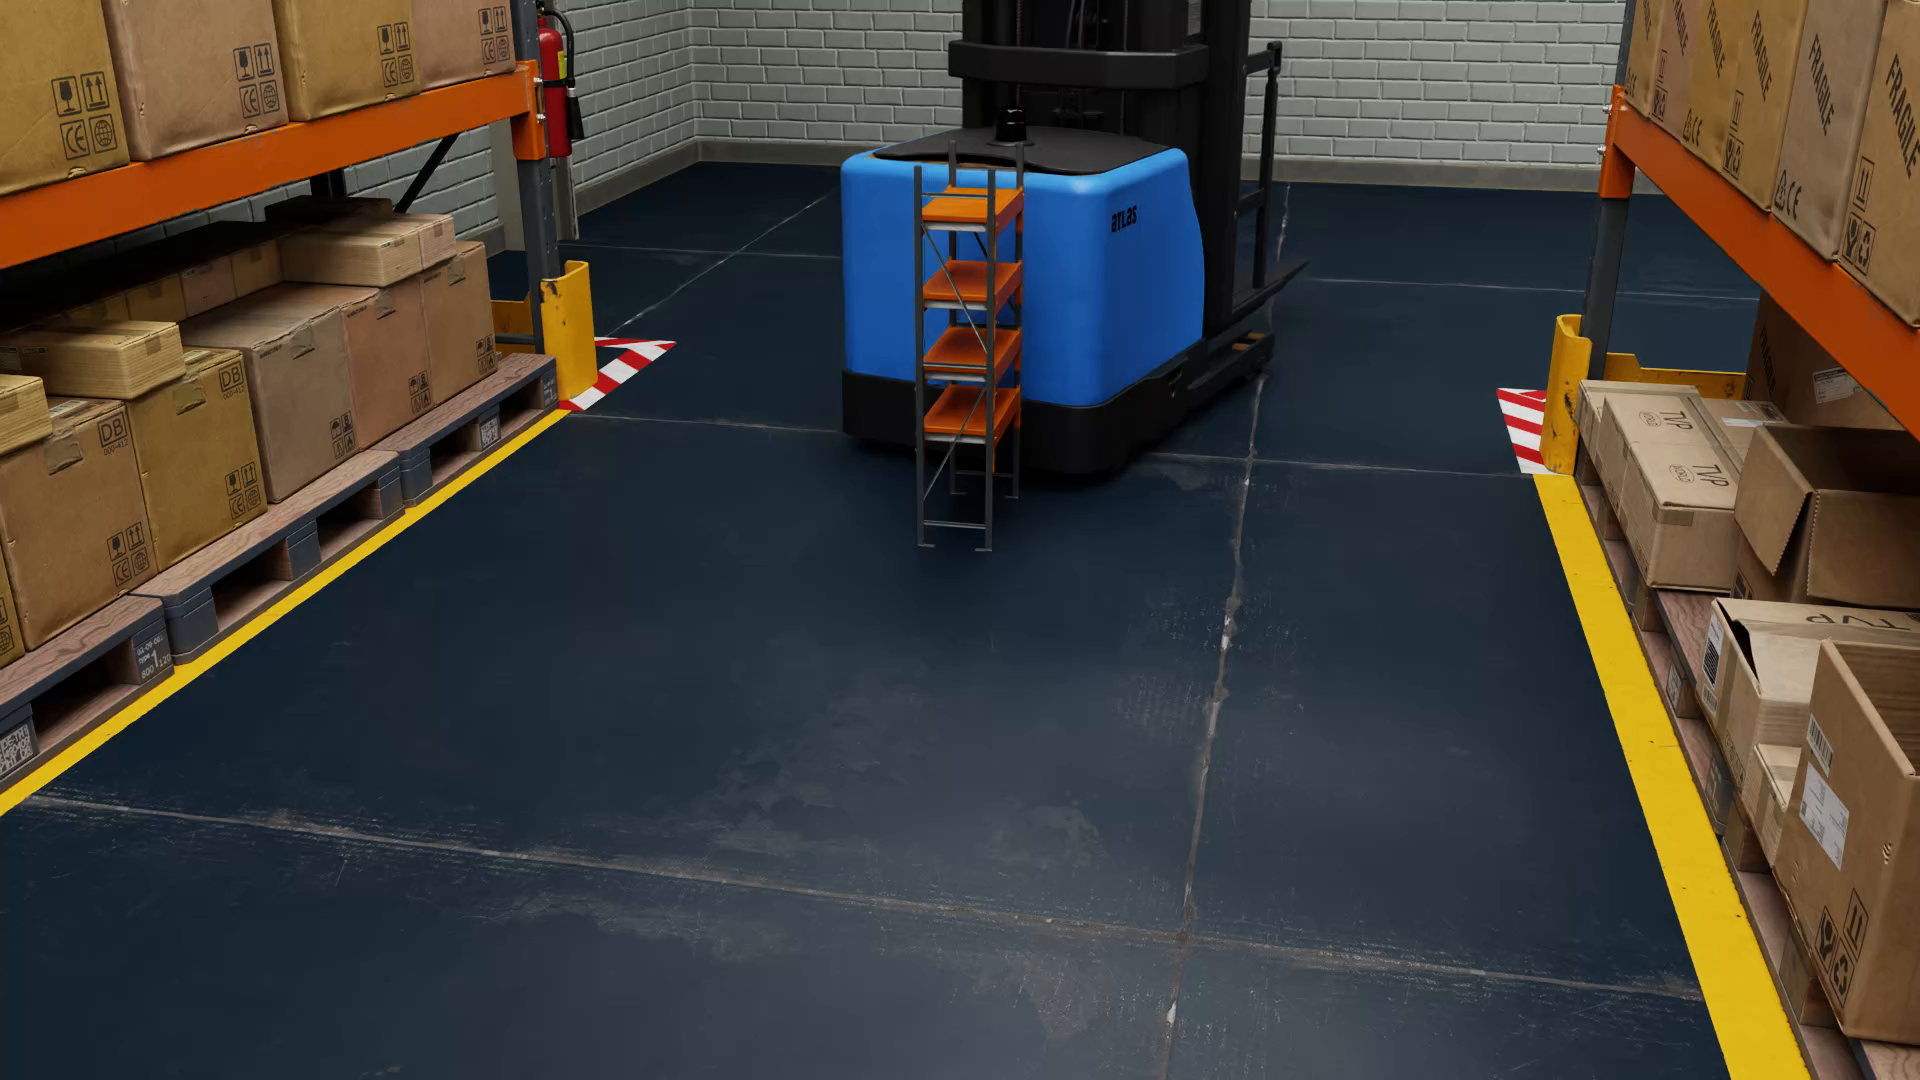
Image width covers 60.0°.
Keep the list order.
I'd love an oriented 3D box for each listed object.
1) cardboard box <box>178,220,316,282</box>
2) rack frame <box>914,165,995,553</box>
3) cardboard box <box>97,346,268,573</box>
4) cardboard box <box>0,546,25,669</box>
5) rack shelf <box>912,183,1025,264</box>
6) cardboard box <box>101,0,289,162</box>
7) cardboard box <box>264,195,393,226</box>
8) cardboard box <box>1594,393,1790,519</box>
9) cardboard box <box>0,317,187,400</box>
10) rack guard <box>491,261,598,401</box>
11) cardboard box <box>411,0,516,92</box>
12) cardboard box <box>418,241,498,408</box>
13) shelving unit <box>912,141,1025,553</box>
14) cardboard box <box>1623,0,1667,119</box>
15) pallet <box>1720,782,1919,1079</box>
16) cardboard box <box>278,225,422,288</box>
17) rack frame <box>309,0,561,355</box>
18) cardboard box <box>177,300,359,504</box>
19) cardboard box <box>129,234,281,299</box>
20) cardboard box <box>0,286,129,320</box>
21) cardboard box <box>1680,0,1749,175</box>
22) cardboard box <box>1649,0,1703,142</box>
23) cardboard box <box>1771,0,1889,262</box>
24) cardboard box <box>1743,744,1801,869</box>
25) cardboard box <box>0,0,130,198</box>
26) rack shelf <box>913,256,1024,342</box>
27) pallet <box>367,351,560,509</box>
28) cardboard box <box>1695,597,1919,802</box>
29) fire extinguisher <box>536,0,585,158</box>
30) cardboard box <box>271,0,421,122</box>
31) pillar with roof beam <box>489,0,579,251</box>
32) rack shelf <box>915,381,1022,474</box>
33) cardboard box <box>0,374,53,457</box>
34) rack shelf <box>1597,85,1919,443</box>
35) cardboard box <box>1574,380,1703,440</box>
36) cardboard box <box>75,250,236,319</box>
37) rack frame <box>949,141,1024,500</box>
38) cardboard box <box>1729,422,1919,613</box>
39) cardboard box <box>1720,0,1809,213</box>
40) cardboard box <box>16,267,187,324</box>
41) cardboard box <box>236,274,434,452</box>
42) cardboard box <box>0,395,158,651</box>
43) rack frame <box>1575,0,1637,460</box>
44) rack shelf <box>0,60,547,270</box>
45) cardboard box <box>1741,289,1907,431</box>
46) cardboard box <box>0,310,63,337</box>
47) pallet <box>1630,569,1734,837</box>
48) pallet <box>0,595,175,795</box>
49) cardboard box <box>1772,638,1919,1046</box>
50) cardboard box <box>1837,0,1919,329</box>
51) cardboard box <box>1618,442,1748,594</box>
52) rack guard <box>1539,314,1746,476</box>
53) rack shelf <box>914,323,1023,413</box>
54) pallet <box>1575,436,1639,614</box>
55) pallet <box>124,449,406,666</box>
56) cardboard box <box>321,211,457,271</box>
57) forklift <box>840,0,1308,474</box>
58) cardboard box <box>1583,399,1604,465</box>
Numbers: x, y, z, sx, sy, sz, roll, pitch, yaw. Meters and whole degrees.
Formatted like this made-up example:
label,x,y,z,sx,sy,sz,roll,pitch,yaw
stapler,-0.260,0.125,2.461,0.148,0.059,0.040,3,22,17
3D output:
label,x,y,z,sx,sy,sz,roll,pitch,yaw
cardboard box,-2.444,-0.998,5.732,0.380,0.149,0.250,5,22,11
rack frame,-0.016,-0.528,5.058,0.240,1.200,0.015,4,22,11
cardboard box,-2.477,-0.259,4.765,0.700,0.500,0.500,5,22,12
cardboard box,-2.690,0.112,3.844,0.700,0.500,0.500,5,22,12
rack shelf,0.034,-0.982,5.133,0.258,0.148,0.480,4,22,11
cardboard box,-2.523,-1.456,4.553,0.980,0.700,0.700,3,22,8
cardboard box,-2.342,-1.183,6.192,0.380,0.149,0.250,5,22,11
cardboard box,2.233,-0.242,5.031,0.500,0.250,0.500,4,22,11
cardboard box,-2.335,-0.491,4.473,0.380,0.149,0.250,4,22,9
rack guard,-2.122,-0.899,6.916,1.175,0.500,0.348,4,22,11
cardboard box,-2.221,-2.002,5.907,0.980,0.700,0.700,5,23,13
cardboard box,-2.172,-0.821,6.162,0.700,0.500,0.500,4,22,11
shelving unit,0.034,-0.617,5.280,0.258,1.200,0.503,4,22,11
cardboard box,2.375,-1.578,5.122,0.500,0.500,0.500,5,22,12
pallet,2.048,0.832,3.006,1.003,0.211,1.213,4,22,11
cardboard box,-2.071,-0.968,5.657,0.380,0.149,0.250,5,22,12
rack frame,-2.127,-2.050,6.428,1.000,3.000,0.127,4,22,11
cardboard box,-2.376,-0.454,5.250,0.700,0.500,0.500,4,22,9
cardboard box,-2.496,-0.906,5.504,0.380,0.149,0.250,5,22,11
cardboard box,-2.651,-0.627,4.810,0.380,0.149,0.250,4,22,10
cardboard box,2.169,-1.205,4.197,0.500,0.500,0.500,4,22,11
cardboard box,2.275,-1.389,4.652,0.500,0.500,0.500,4,22,10
cardboard box,1.964,-0.836,3.280,0.500,0.500,0.500,5,22,12
cardboard box,1.764,0.536,3.235,0.380,0.149,0.250,4,22,11
cardboard box,-2.662,-1.190,3.891,0.980,0.700,0.700,4,22,10
rack shelf,0.034,-0.762,5.221,0.258,0.148,0.480,4,22,11
pallet,-2.213,-0.458,6.208,1.003,0.211,1.213,4,22,11
cardboard box,1.899,0.328,3.533,0.500,0.311,0.500,4,22,11
fire extinguisher,-1.644,-1.861,6.561,0.296,0.674,0.183,4,22,11
cardboard box,-2.359,-1.735,5.244,0.980,0.700,0.700,4,22,10
pillar with roof beam,1.792,-5.558,7.108,9.100,9.000,0.400,4,22,11
rack shelf,0.034,-0.371,5.379,0.258,0.148,0.480,4,22,11
cardboard box,-2.441,-0.300,3.999,0.380,0.149,0.250,5,23,13
rack shelf,2.315,-0.608,3.812,1.077,0.370,4.000,4,22,11
cardboard box,2.302,-0.428,5.629,0.380,0.149,0.250,4,22,11
cardboard box,-2.547,-0.813,5.273,0.380,0.149,0.250,5,22,12
rack frame,0.084,-0.706,5.501,0.240,1.200,0.015,4,22,11
cardboard box,2.286,0.056,3.952,0.797,0.503,0.637,4,22,11
cardboard box,2.066,-1.022,3.743,0.500,0.500,0.500,5,22,12
cardboard box,-2.599,-0.719,5.040,0.380,0.149,0.250,5,22,11
cardboard box,-2.274,-0.638,5.707,0.700,0.500,0.500,4,22,11
cardboard box,-2.584,-0.071,4.299,0.700,0.500,0.500,4,22,10
rack frame,2.723,-1.673,5.493,1.000,3.000,0.127,4,22,11
rack shelf,-2.535,-0.985,4.746,1.077,0.370,4.000,4,22,11
cardboard box,2.854,-0.500,5.338,0.500,0.500,0.500,4,22,11
cardboard box,-2.703,-0.532,4.576,0.380,0.149,0.250,5,22,11
pallet,2.295,0.384,4.117,1.003,0.211,1.213,4,22,11
pallet,-2.711,0.435,3.992,1.003,0.211,1.213,4,22,11
cardboard box,1.746,0.515,2.817,0.500,0.500,0.500,4,22,11
cardboard box,1.862,-0.648,2.813,0.500,0.500,0.500,5,22,12
cardboard box,2.131,-0.059,4.577,0.500,0.250,0.500,4,22,11
rack guard,2.708,-0.486,5.891,1.175,0.500,0.348,4,22,11
rack shelf,0.034,-0.555,5.305,0.258,0.148,0.480,4,22,11
pallet,2.546,-0.060,5.221,1.003,0.211,1.213,4,22,11
pallet,-2.464,-0.013,5.103,1.003,0.211,1.213,4,22,11
cardboard box,-2.019,-1.061,5.889,0.380,0.149,0.250,4,22,10
forklift,0.704,-2.095,6.632,1.130,2.935,3.031,11,25,26
cardboard box,2.251,-0.345,5.398,0.380,0.166,0.250,4,22,11
